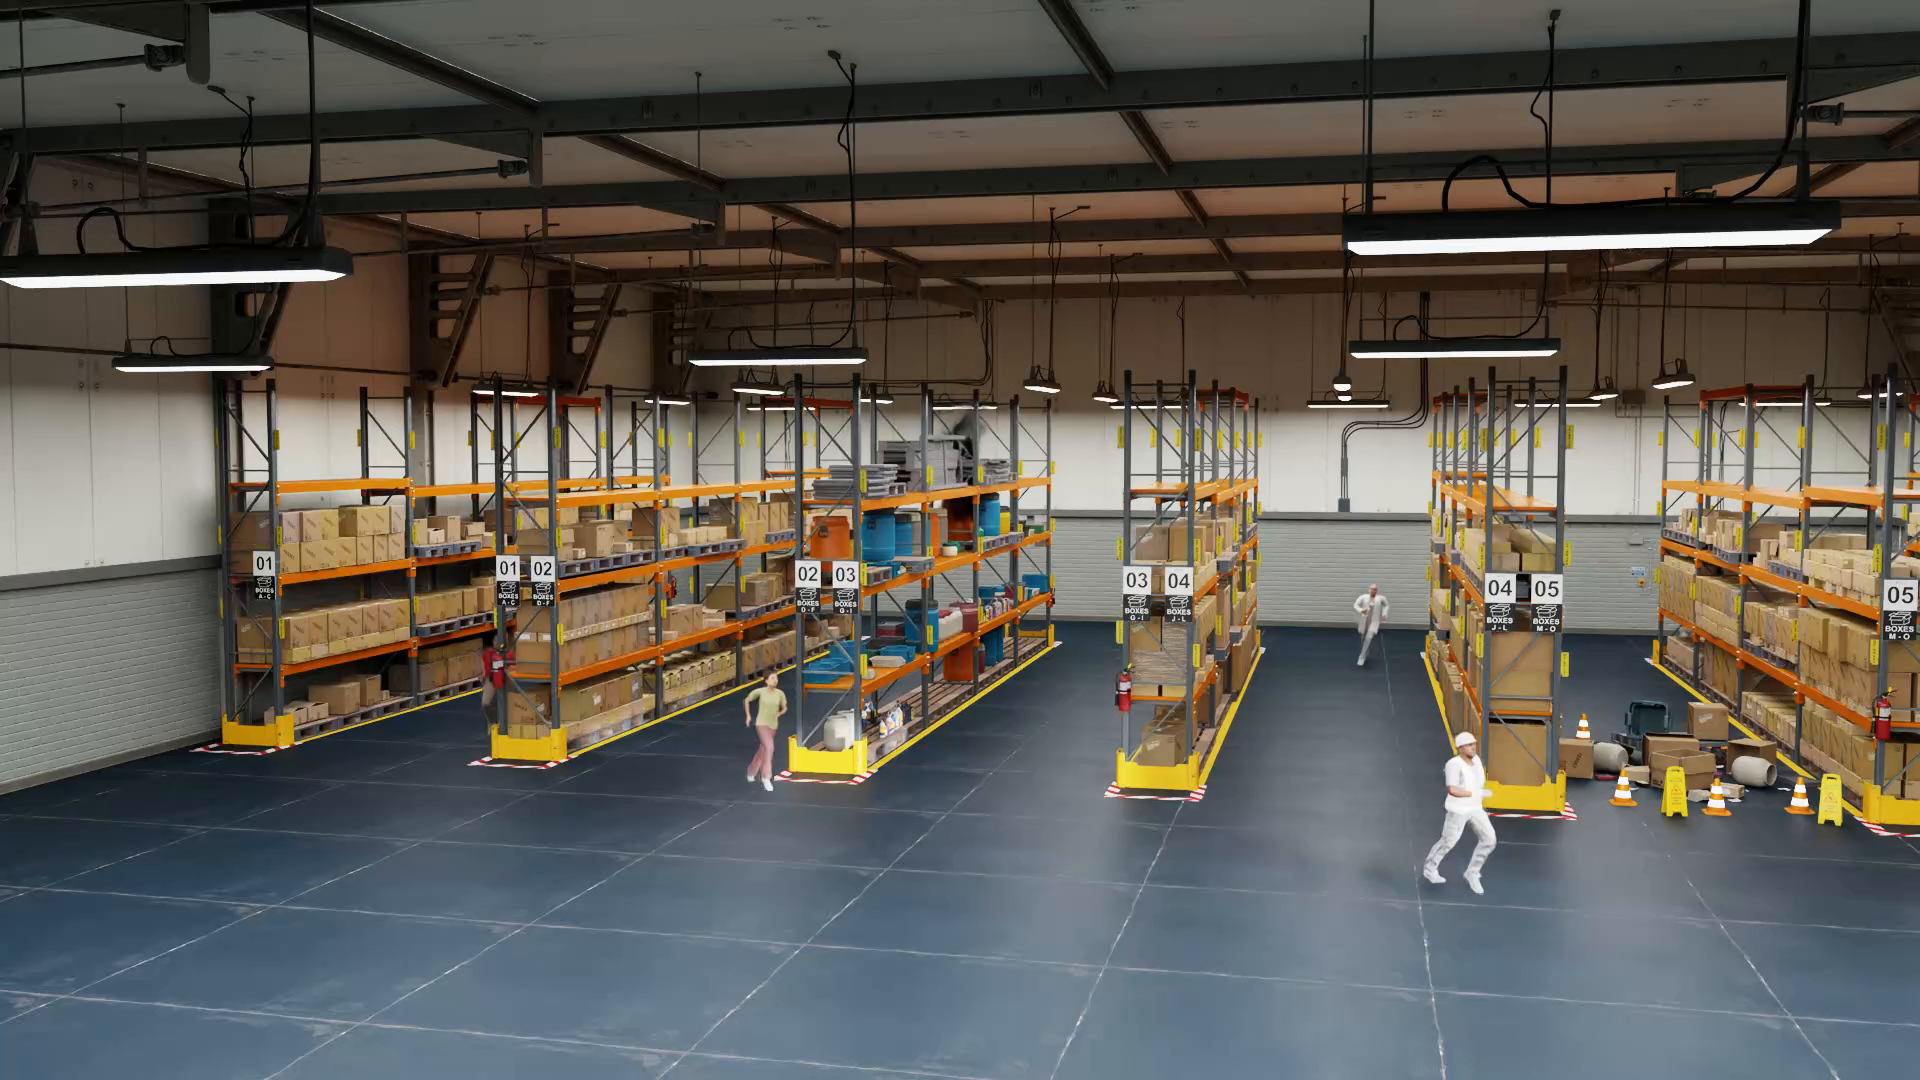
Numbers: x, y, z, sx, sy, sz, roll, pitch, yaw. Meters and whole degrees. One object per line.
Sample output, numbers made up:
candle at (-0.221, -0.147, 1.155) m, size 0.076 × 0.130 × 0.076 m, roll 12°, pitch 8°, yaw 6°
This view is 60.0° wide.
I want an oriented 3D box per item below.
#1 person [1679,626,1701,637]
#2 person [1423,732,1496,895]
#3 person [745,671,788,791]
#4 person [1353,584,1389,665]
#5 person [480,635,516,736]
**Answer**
person at (16.875, 1.825, 38.322) m, size 0.725 × 1.813 × 0.714 m, roll -2°, pitch 4°, yaw -32°
person at (5.580, 3.006, 18.395) m, size 0.692 × 1.795 × 0.893 m, roll -2°, pitch 4°, yaw -33°
person at (-2.755, 2.721, 24.045) m, size 0.576 × 1.662 × 0.803 m, roll -2°, pitch 4°, yaw -34°
person at (9.194, 1.974, 37.276) m, size 0.738 × 1.581 × 1.023 m, roll 1°, pitch 4°, yaw 22°
person at (-7.860, 2.460, 28.172) m, size 0.652 × 1.714 × 0.653 m, roll 0°, pitch 3°, yaw 1°
